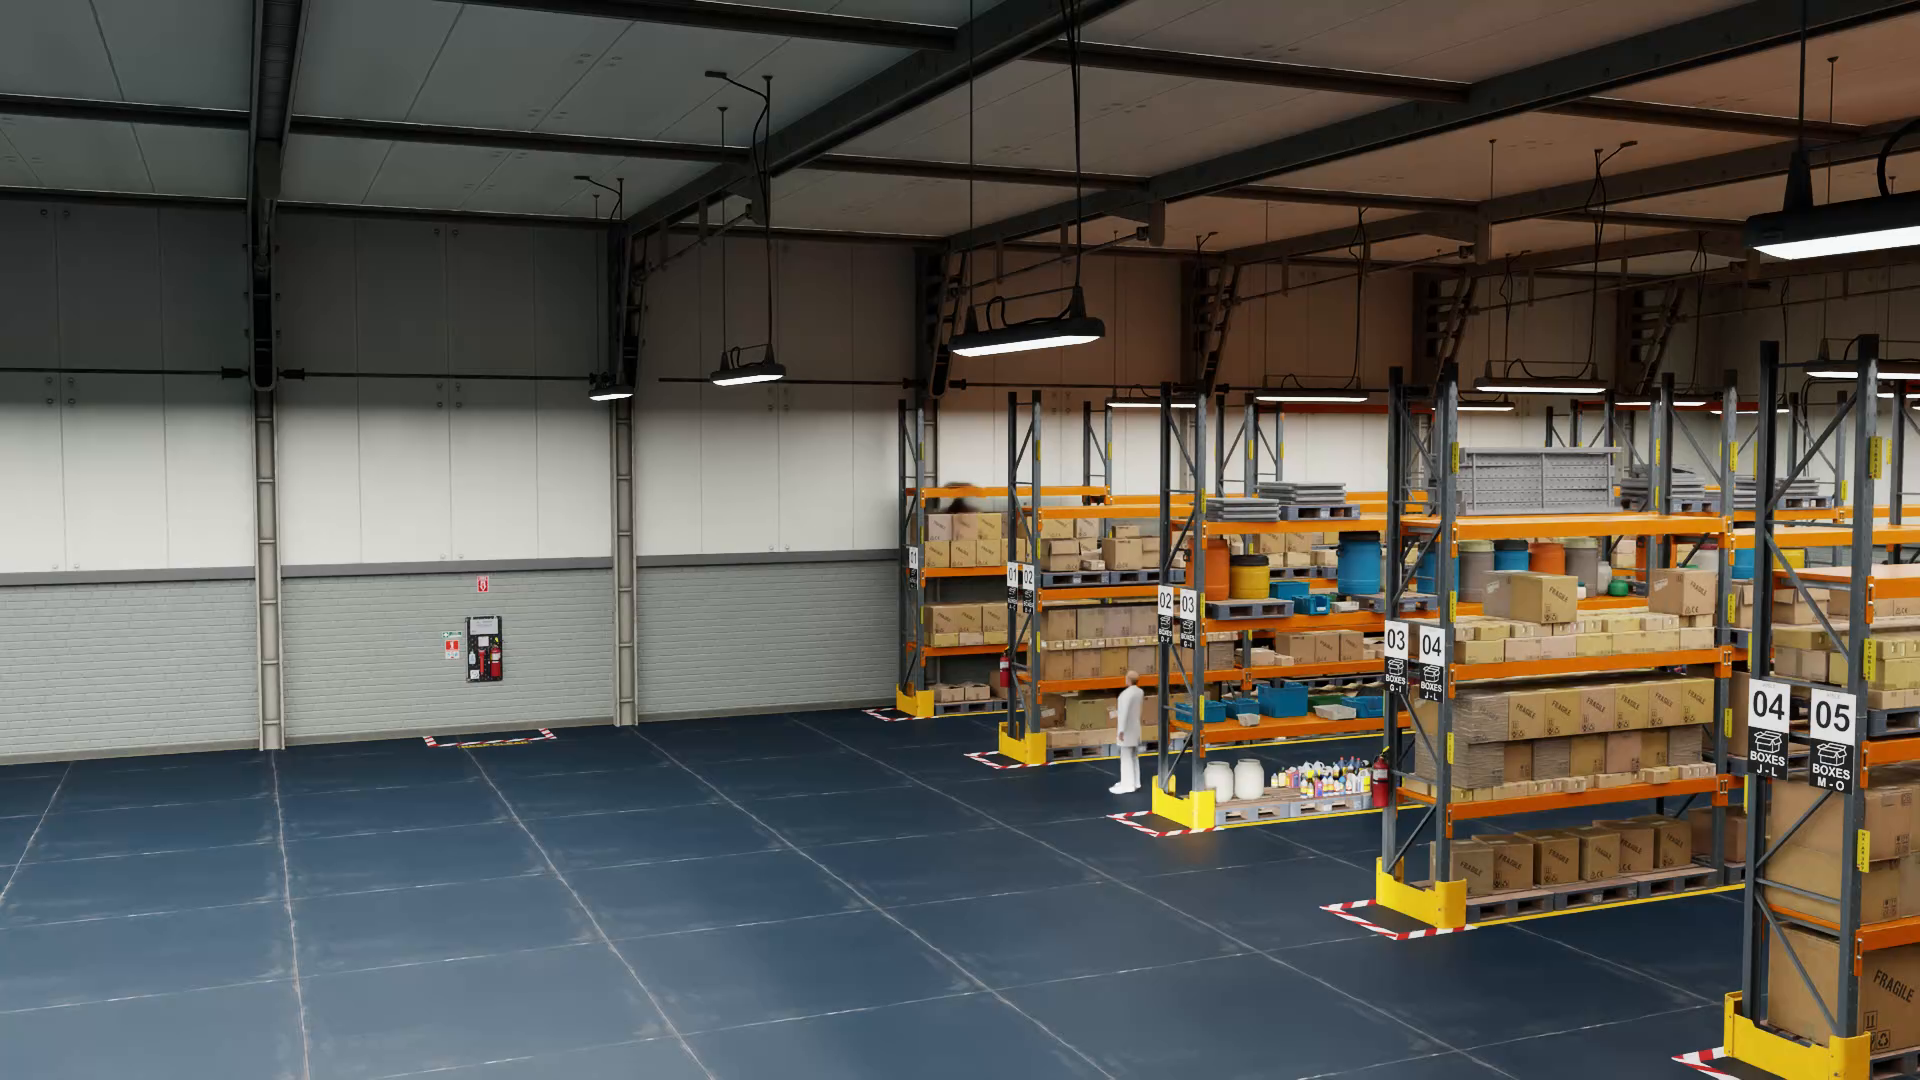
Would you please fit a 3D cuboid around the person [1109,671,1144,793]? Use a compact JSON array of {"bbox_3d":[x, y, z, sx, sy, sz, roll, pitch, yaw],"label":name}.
[{"bbox_3d":[2.489,2.825,24.675,0.430,1.790,0.619,1,4,21],"label":"person"}]
